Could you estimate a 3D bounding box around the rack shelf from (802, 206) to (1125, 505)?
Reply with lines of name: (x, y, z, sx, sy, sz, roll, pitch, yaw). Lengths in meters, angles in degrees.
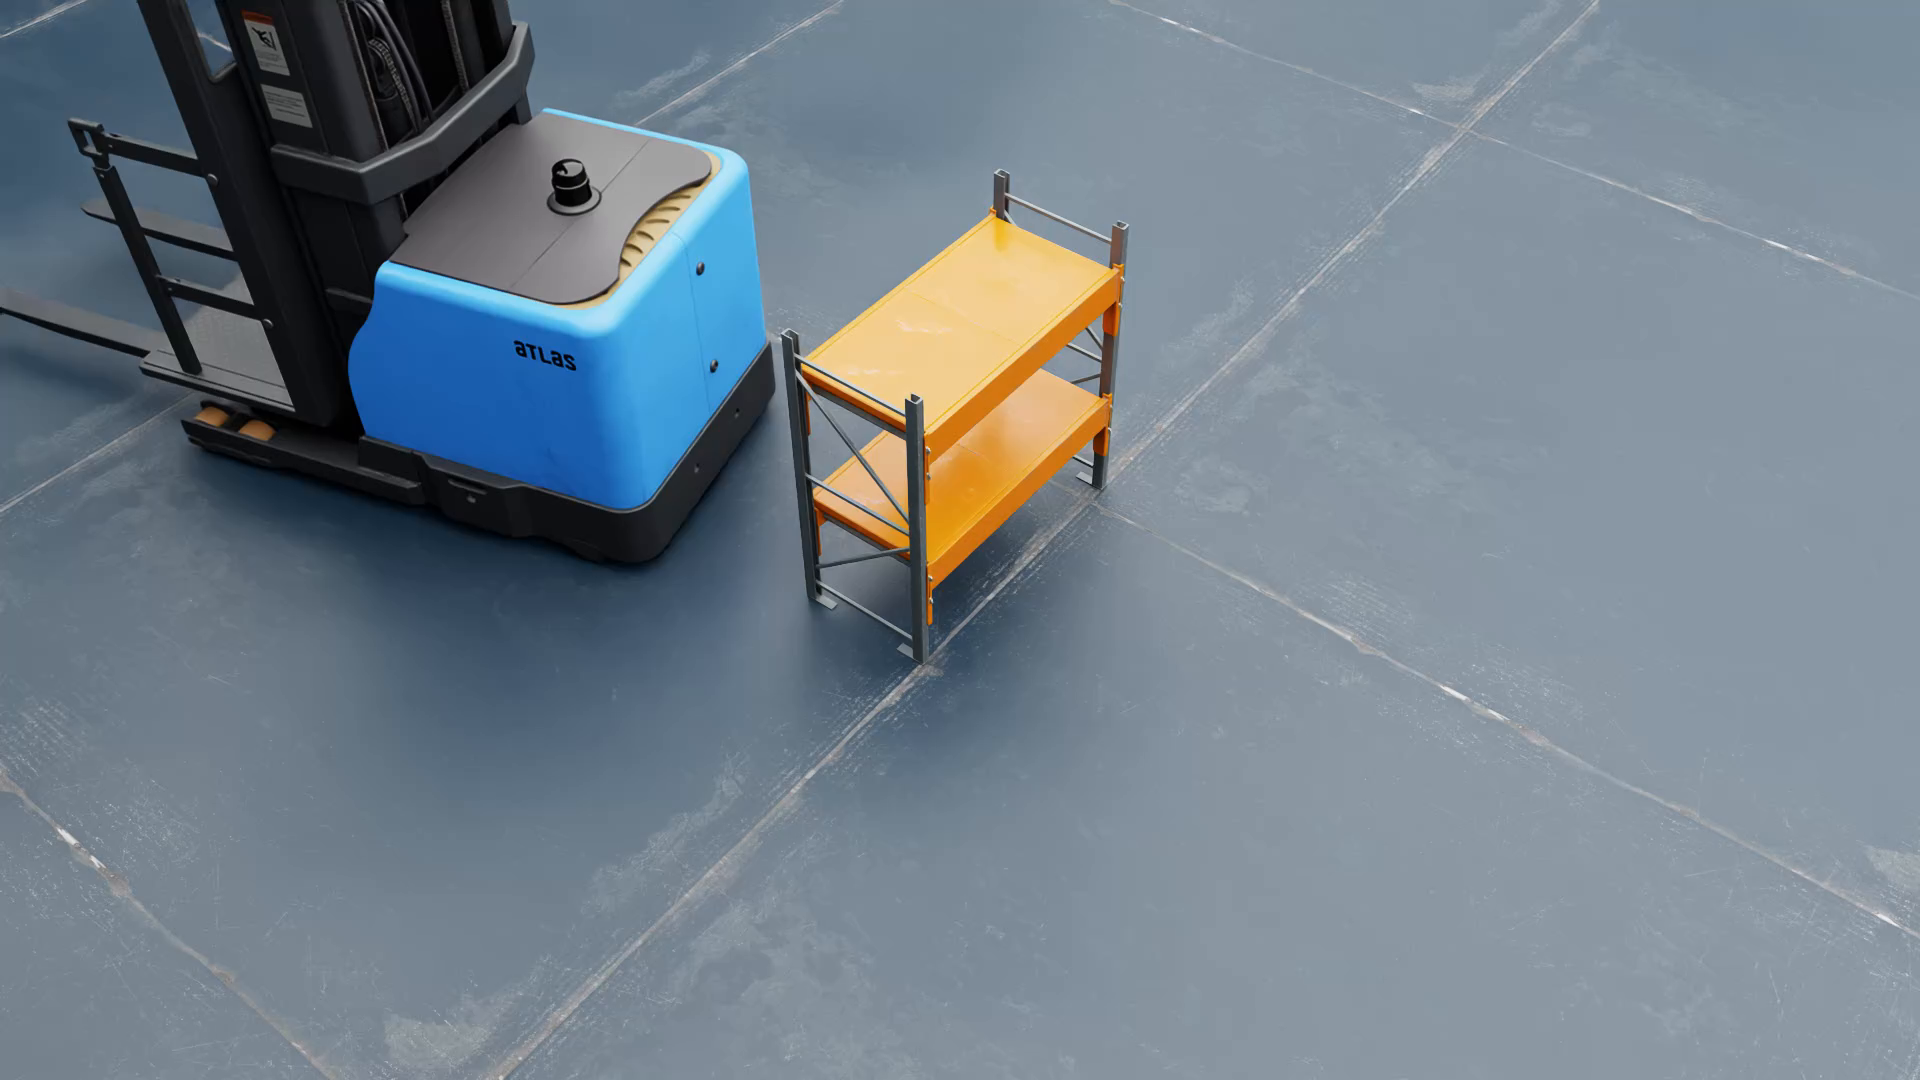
rack shelf: (0.004, -0.595, 5.135, 0.538, 0.278, 1.000, 29, 53, 25)

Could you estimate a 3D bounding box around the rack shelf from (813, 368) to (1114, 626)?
rack shelf: (0.004, -0.224, 5.524, 0.538, 0.278, 1.000, 29, 53, 25)

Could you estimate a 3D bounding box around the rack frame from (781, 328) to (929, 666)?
rack frame: (-0.307, -0.102, 5.069, 0.500, 1.125, 0.032, 29, 53, 25)

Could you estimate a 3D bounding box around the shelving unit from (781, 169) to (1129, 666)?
shelving unit: (0.004, -0.392, 5.347, 0.538, 1.125, 1.048, 29, 53, 25)

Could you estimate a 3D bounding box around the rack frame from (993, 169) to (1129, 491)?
rack frame: (0.315, -0.683, 5.625, 0.500, 1.125, 0.032, 29, 53, 25)

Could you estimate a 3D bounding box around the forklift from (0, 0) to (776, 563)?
forklift: (-2.255, -1.618, 5.268, 3.031, 2.935, 1.130, 16, 48, 15)
